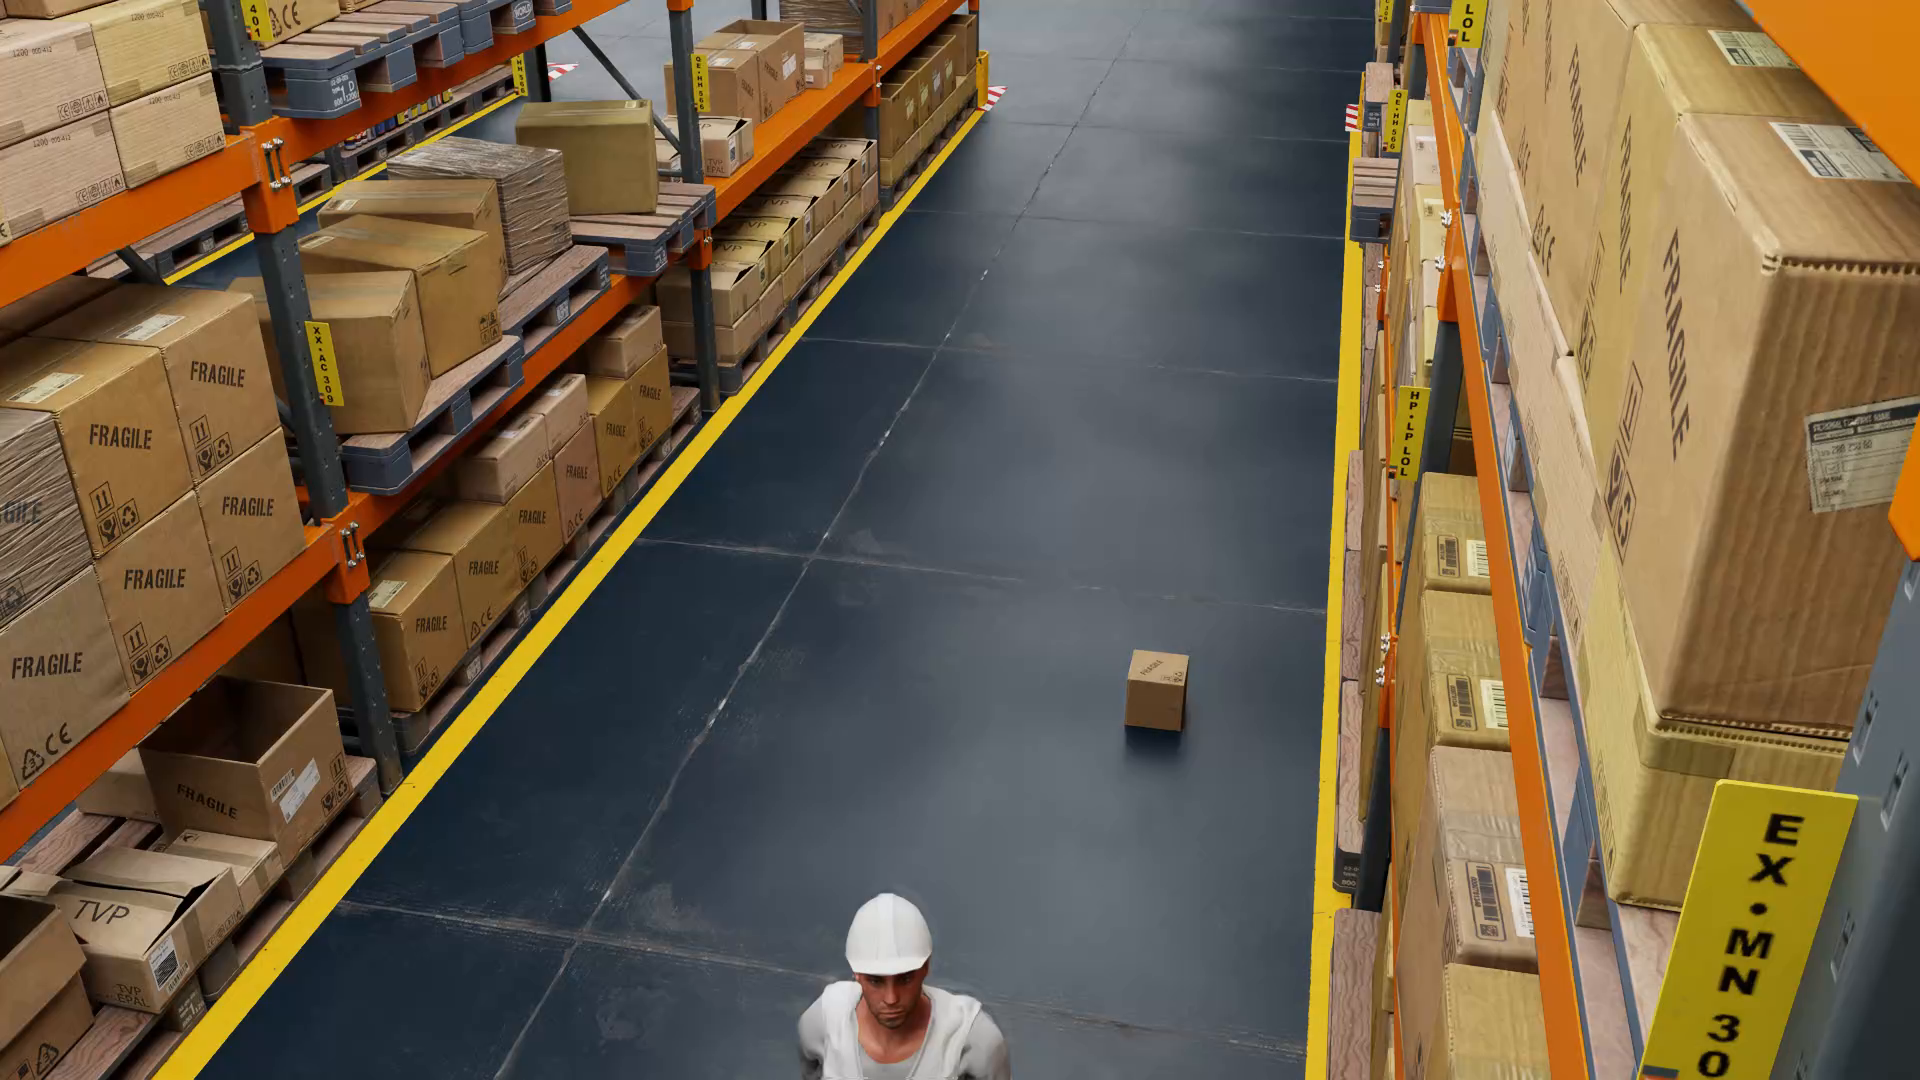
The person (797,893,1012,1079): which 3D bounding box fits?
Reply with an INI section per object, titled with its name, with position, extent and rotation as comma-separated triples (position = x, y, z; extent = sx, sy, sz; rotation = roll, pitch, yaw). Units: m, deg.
[person]
position = -0.142, 1.614, 4.136
extent = 0.574, 1.752, 0.981
rotation = 4, 29, 6
